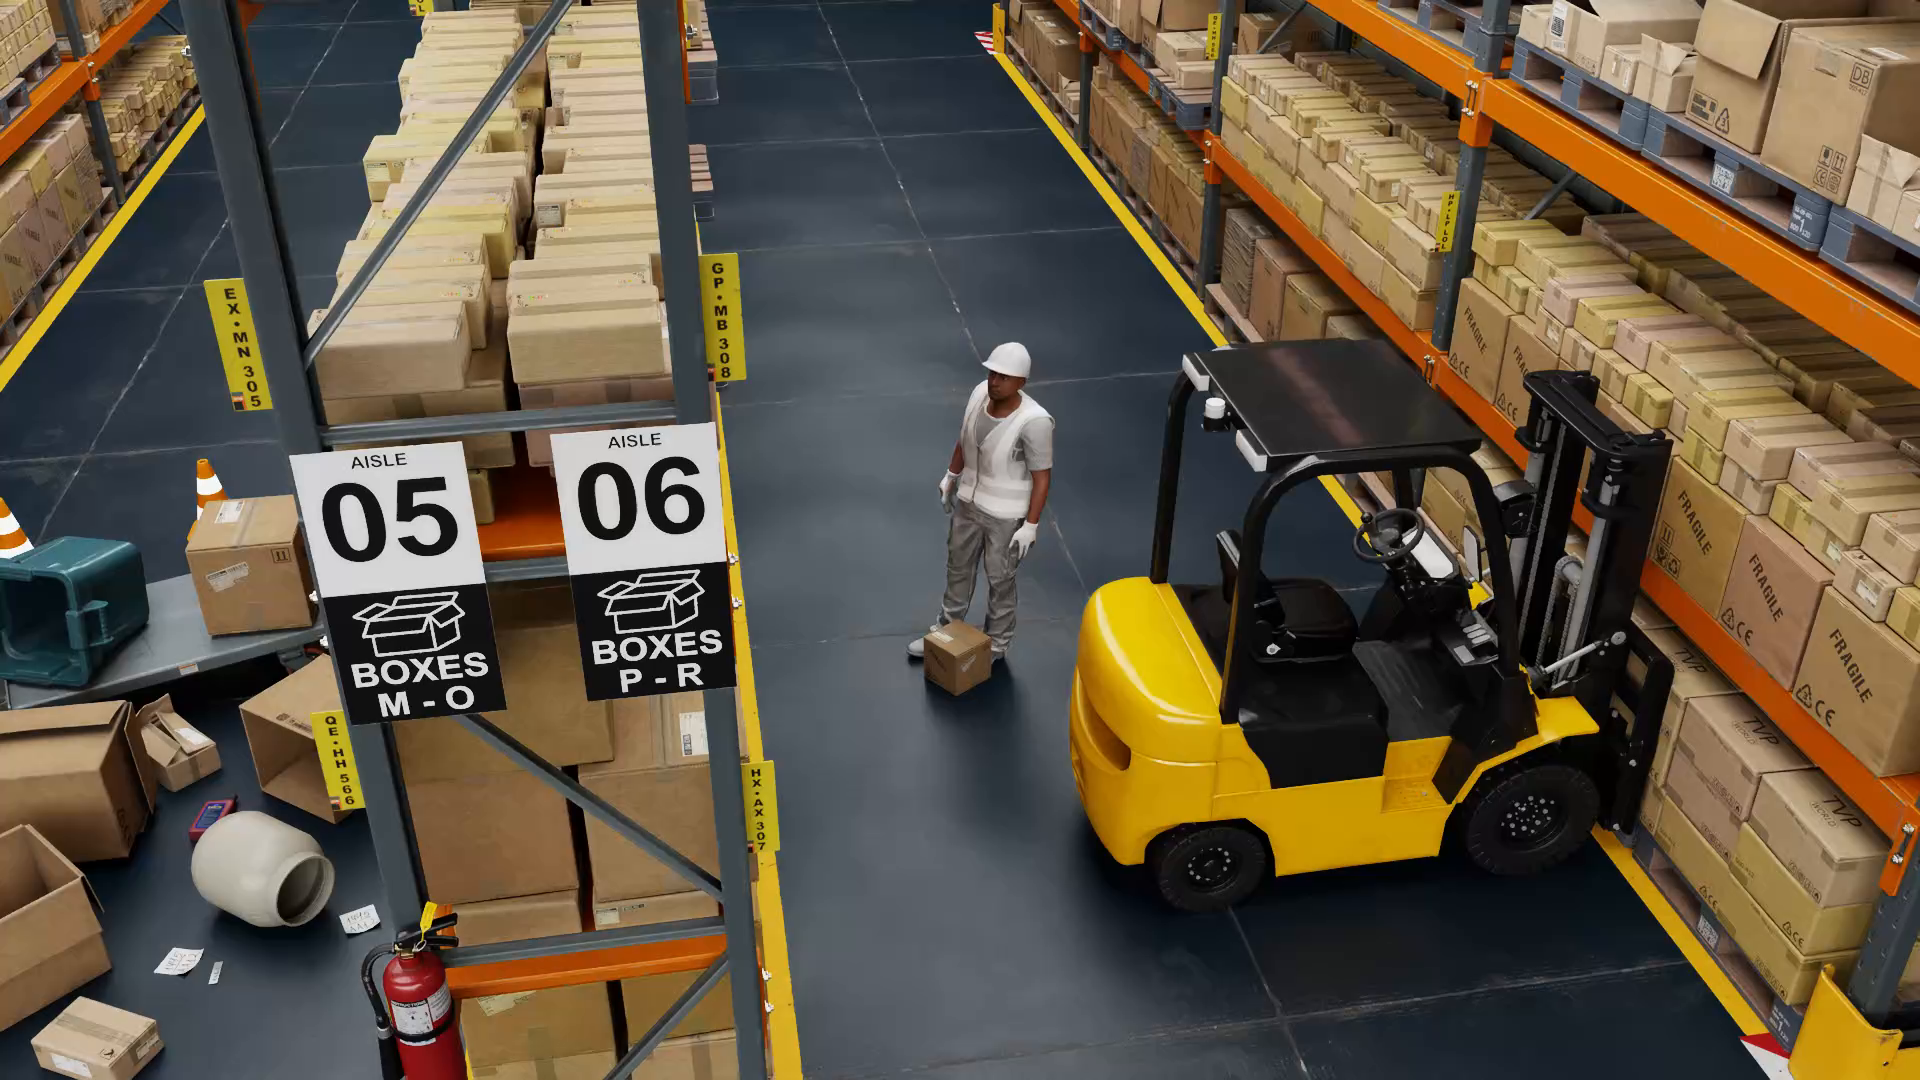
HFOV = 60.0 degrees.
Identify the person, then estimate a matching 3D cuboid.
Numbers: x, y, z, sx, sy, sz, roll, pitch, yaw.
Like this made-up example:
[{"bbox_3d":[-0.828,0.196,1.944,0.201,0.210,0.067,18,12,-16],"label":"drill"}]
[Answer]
[{"bbox_3d":[0.113,-0.141,8.342,0.575,1.786,0.656,-24,38,-35],"label":"person"}]
